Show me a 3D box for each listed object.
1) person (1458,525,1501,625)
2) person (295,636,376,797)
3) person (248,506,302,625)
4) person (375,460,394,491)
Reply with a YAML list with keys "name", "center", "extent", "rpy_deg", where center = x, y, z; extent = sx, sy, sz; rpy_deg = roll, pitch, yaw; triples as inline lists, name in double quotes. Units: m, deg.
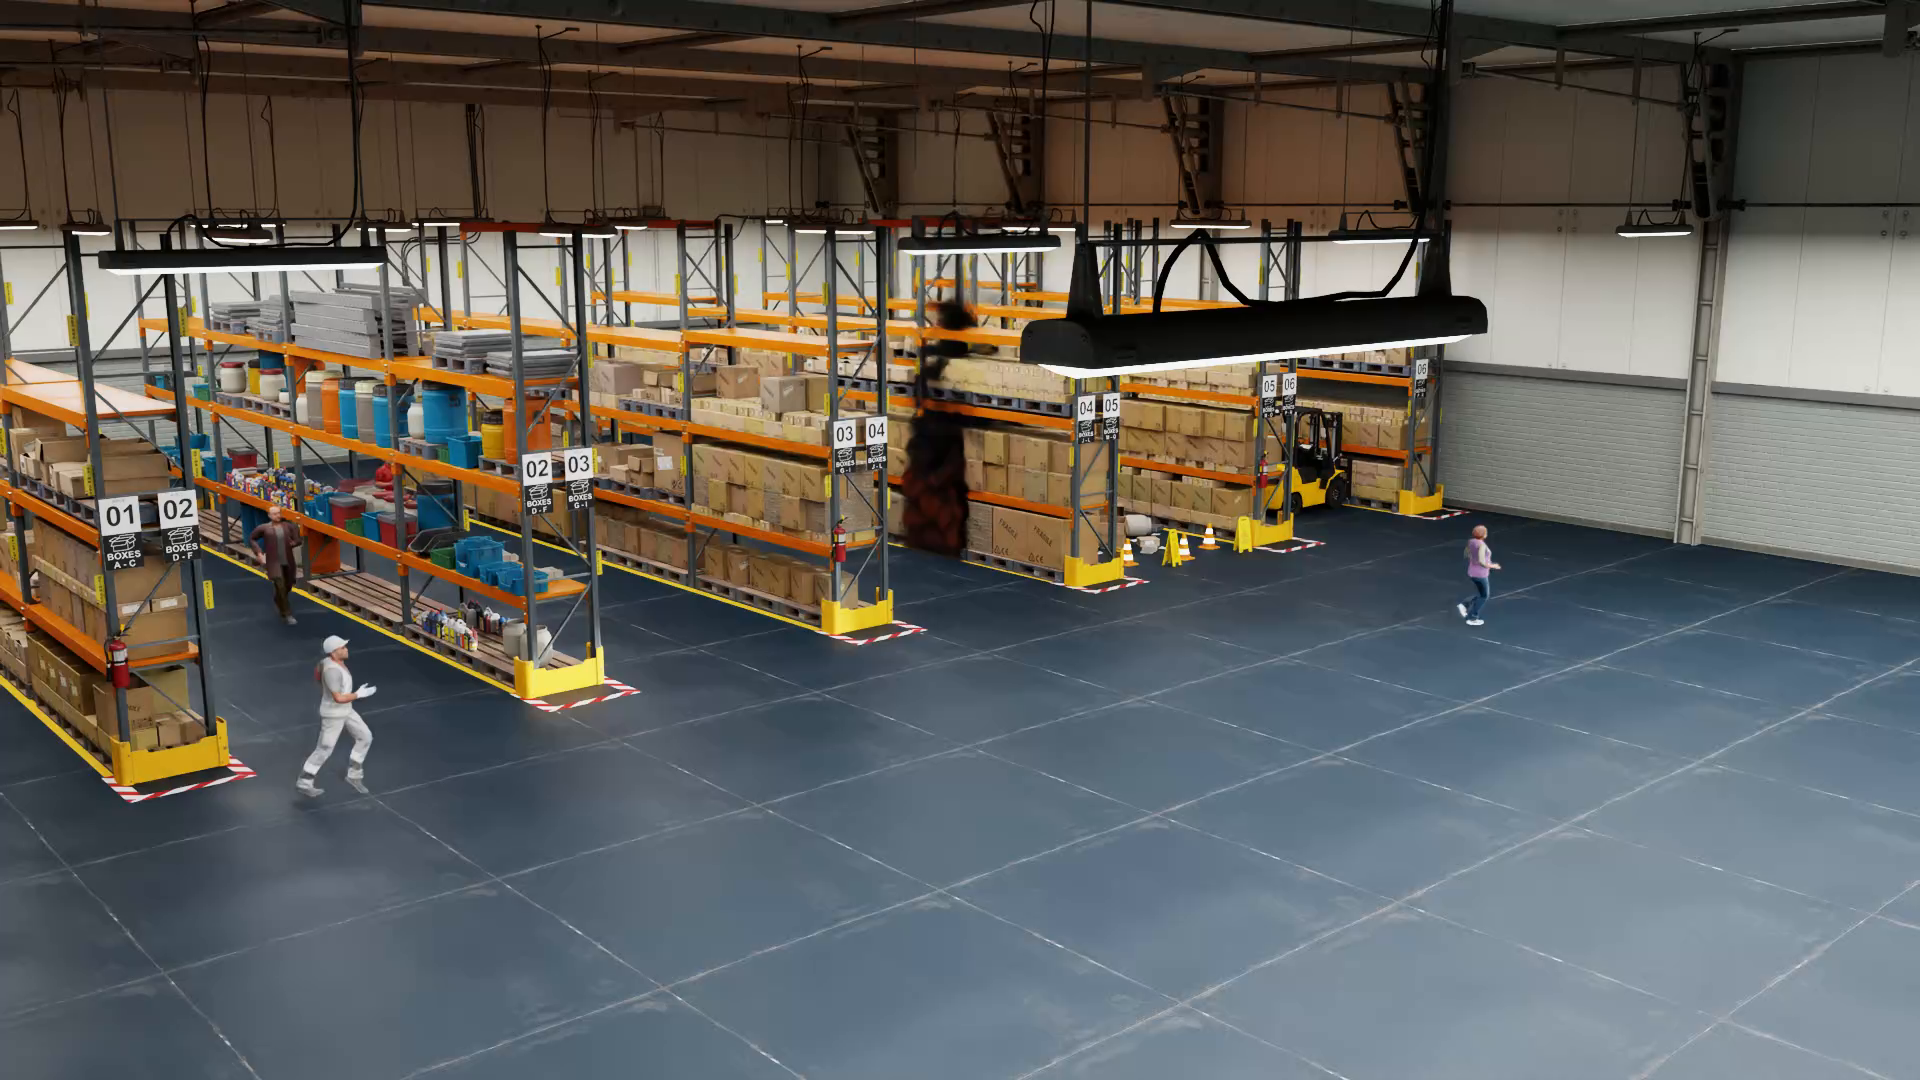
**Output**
- name: "person"
  center: [7.906, 0.531, 25.300]
  extent: [0.551, 1.553, 0.530]
  rpy_deg: [-1, 11, -4]
- name: "person"
  center: [-6.723, 1.908, 17.926]
  extent: [0.888, 1.820, 0.674]
  rpy_deg: [-2, 12, -10]
- name: "person"
  center: [-10.427, 0.355, 25.477]
  extent: [0.700, 1.761, 1.066]
  rpy_deg: [-11, 16, -44]
- name: "person"
  center: [-10.754, -0.779, 31.403]
  extent: [0.860, 1.786, 0.603]
  rpy_deg: [10, 15, 40]
